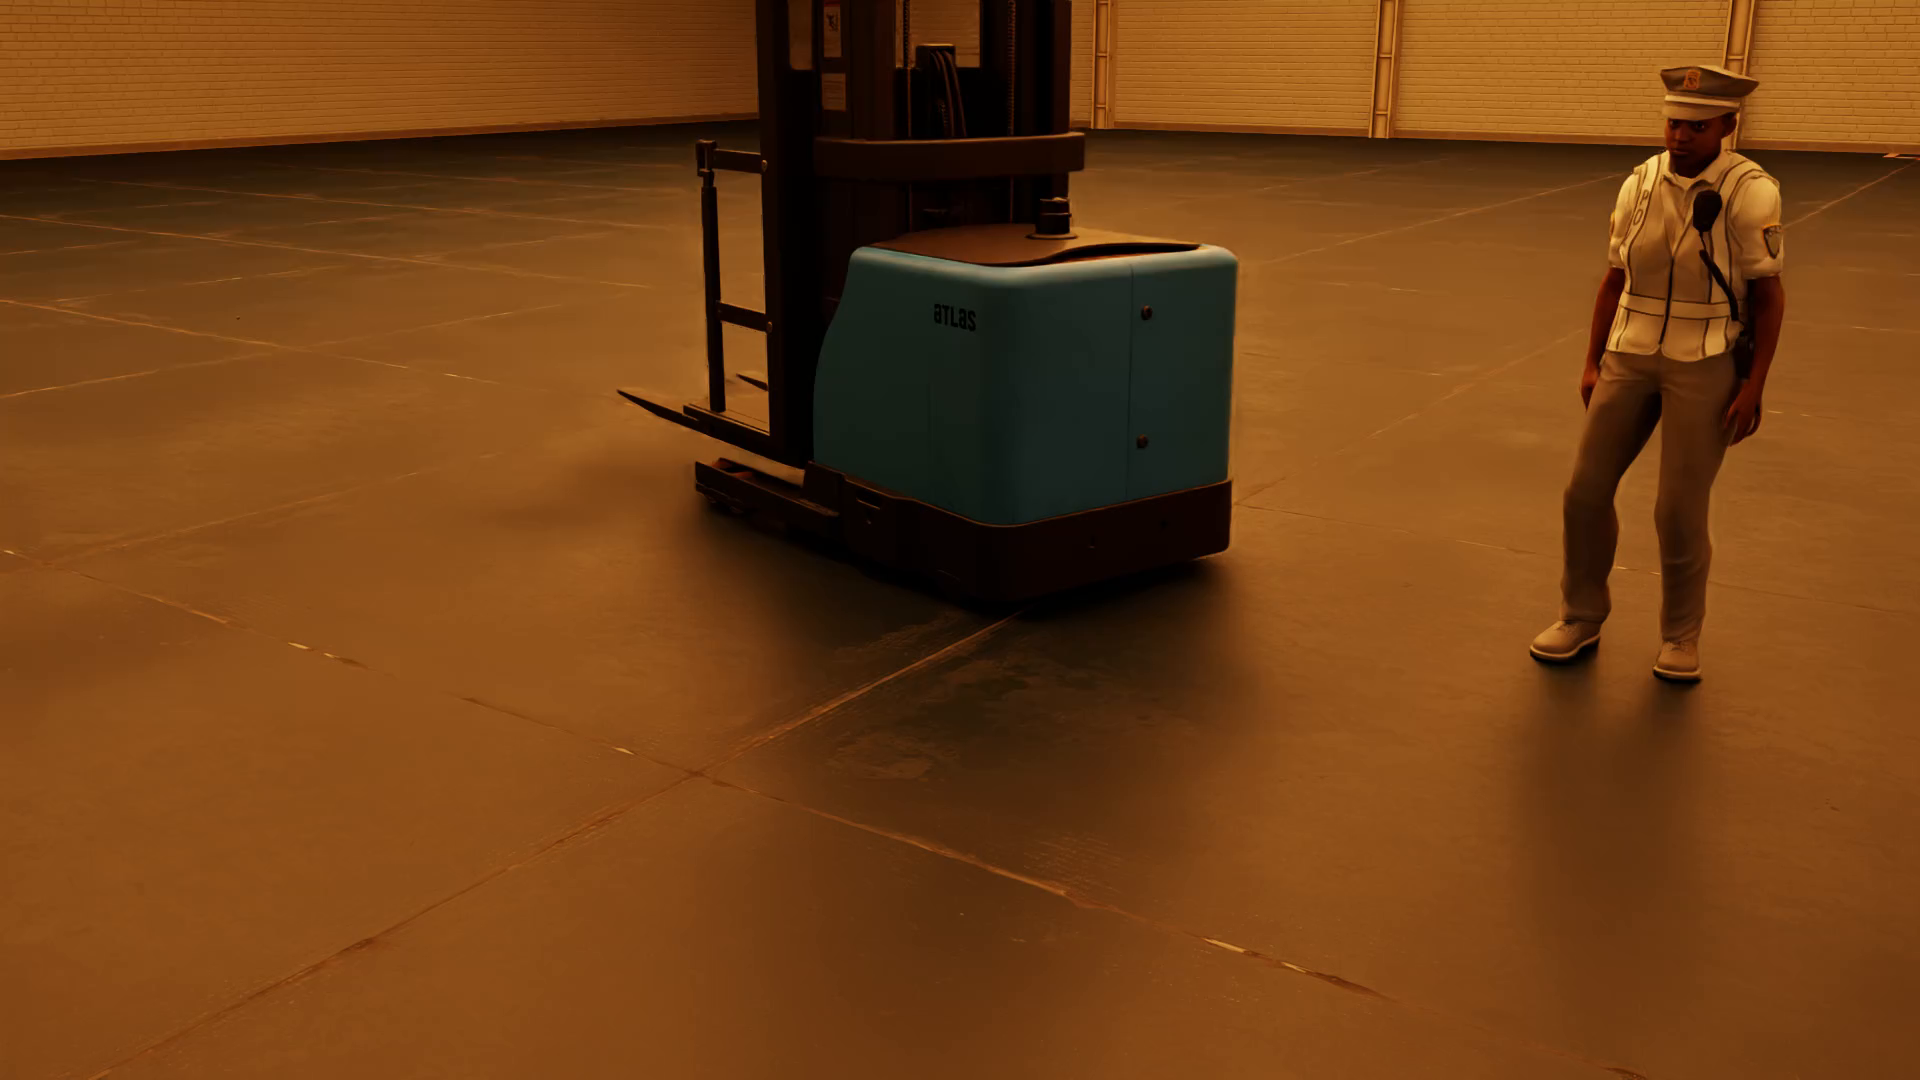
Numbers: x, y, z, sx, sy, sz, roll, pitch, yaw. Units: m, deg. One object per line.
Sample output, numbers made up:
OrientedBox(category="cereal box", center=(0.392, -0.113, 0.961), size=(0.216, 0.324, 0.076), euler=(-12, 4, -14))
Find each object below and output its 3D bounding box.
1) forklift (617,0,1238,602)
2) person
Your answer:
OrientedBox(category="forklift", center=(-0.365, -1.572, 6.091), size=(1.130, 2.935, 3.031), euler=(-12, 20, -35))
OrientedBox(category="person", center=(1.943, -0.442, 4.553), size=(0.418, 1.653, 0.509), euler=(-15, 22, -41))
